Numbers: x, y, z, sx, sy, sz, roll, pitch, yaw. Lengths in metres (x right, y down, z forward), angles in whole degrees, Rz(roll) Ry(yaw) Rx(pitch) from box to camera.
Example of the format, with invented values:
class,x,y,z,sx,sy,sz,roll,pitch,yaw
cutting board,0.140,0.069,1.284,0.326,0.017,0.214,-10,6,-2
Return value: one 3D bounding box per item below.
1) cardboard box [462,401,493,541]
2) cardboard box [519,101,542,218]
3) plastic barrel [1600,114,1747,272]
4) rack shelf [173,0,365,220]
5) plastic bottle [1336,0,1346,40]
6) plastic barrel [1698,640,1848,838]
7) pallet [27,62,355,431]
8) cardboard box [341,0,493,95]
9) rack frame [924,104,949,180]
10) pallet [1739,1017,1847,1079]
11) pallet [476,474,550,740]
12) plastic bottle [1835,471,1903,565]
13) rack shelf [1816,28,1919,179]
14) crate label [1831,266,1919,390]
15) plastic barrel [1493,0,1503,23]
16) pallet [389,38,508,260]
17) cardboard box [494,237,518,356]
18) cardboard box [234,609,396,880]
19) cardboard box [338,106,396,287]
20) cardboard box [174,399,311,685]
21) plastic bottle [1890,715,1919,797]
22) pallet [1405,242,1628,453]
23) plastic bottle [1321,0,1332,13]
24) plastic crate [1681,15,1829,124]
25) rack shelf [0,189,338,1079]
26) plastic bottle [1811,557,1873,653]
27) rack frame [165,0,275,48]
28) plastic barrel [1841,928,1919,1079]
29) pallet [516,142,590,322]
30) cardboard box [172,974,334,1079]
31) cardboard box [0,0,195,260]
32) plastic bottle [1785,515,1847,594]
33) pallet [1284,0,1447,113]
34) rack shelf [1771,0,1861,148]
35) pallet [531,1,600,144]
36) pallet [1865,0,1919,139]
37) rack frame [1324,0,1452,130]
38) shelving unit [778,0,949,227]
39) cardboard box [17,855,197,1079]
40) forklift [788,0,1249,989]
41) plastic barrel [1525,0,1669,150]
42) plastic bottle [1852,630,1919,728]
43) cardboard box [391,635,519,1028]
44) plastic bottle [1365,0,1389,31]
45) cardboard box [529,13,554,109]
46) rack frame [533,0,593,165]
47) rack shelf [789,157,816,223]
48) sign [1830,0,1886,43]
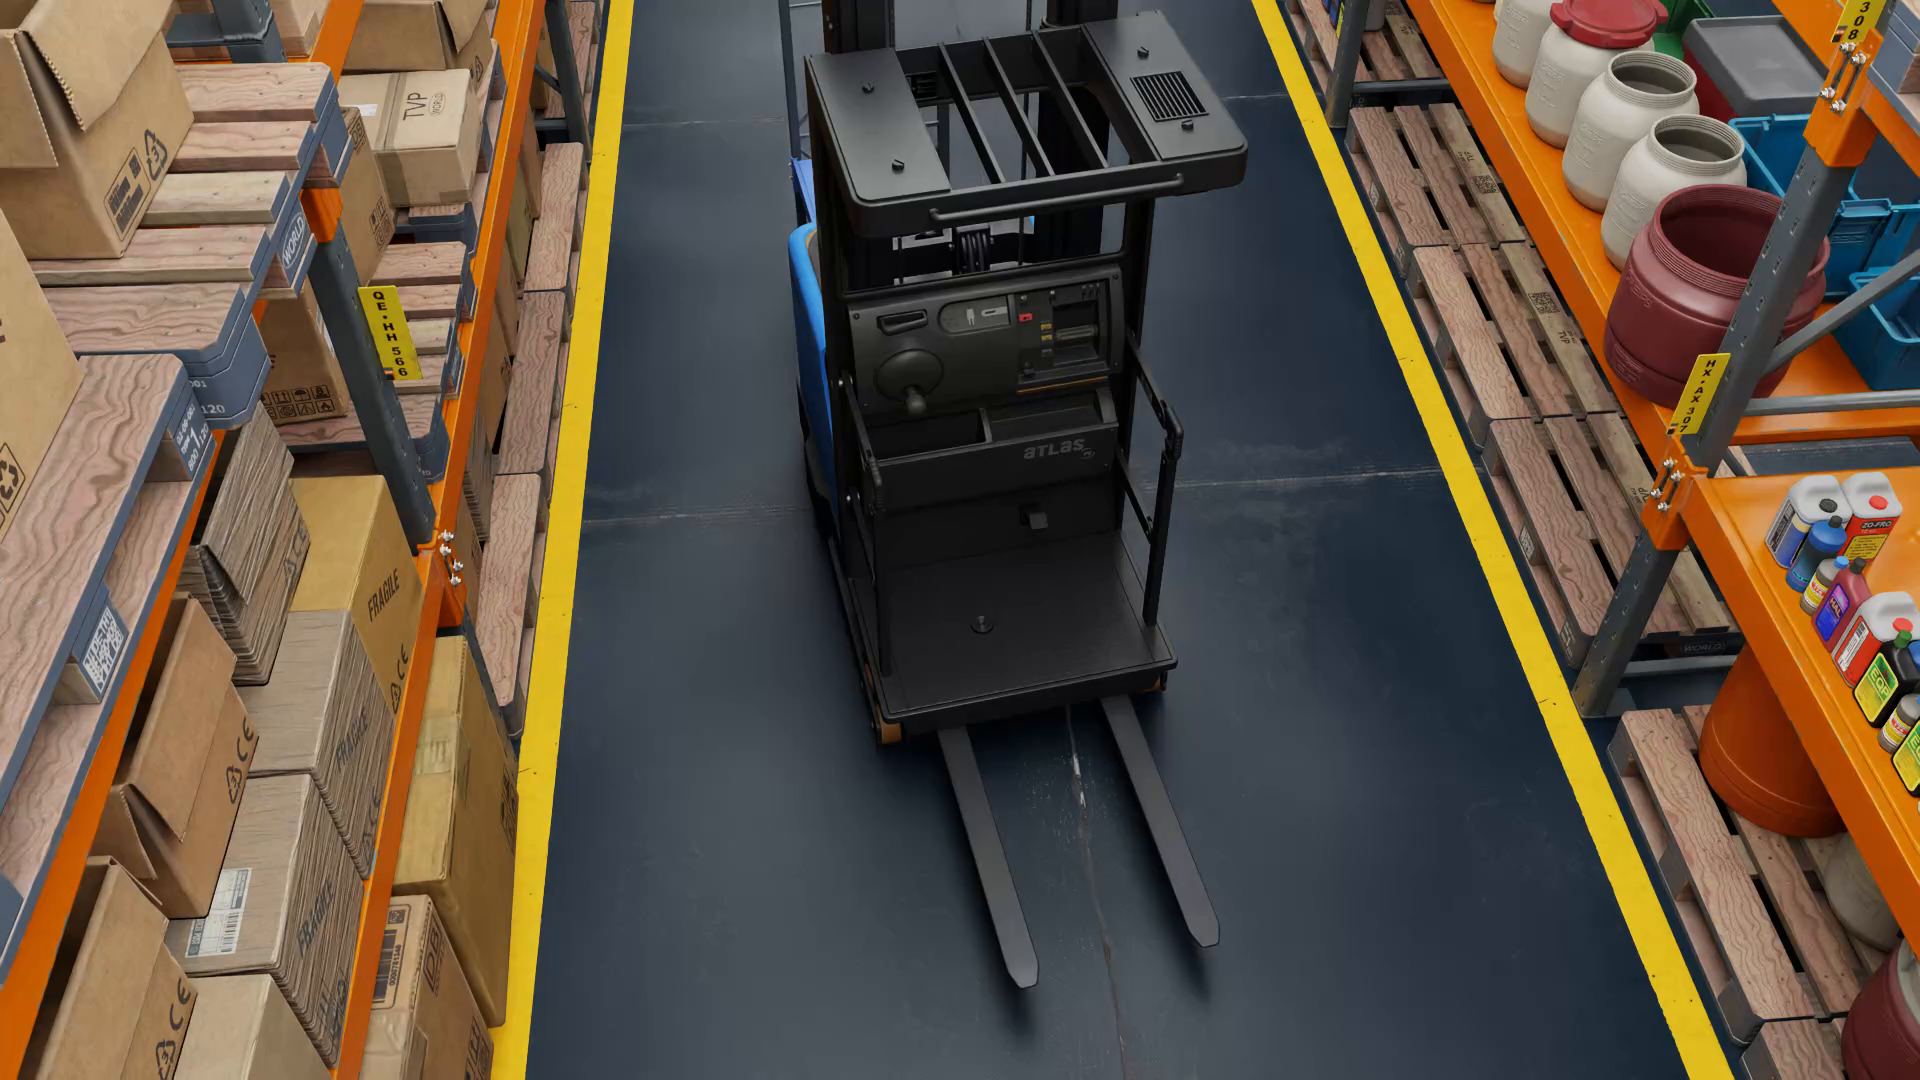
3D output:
class,x,y,z,sx,sy,sz,roll,pitch,yaw
cardboard box,-2.246,-0.305,6.528,0.700,0.500,0.500,-7,47,-7
cardboard box,-2.416,-1.869,8.009,0.700,0.500,0.500,-7,47,-6
plastic barrel,2.526,-1.200,5.880,0.421,0.512,0.421,0,47,0
rack shelf,-2.278,-2.360,5.485,1.077,0.370,4.000,-3,47,-3
plastic bottle,2.121,-2.869,9.106,0.061,0.283,0.133,-1,47,-1
plastic barrel,2.883,0.525,5.529,0.600,0.830,0.708,-3,47,-3
pallet,-2.004,-0.633,3.484,1.213,0.211,1.003,-2,47,-1
cardboard box,-2.209,-1.954,6.311,0.797,0.503,0.637,1,47,1
rack frame,-0.289,-1.156,6.948,0.500,1.500,0.032,-10,47,-9
pallet,3.031,1.977,4.868,1.003,0.211,1.213,-3,47,-3
pallet,-2.175,0.264,6.491,1.003,0.211,1.213,-3,47,-3
plastic bottle,2.690,-0.064,4.966,0.152,0.276,0.135,-3,47,-3
rack shelf,2.992,0.233,3.029,1.077,0.370,4.000,-3,47,-3
crate label,3.163,-0.700,5.599,0.303,0.233,0.416,-3,47,-3
plastic barrel,2.448,-2.310,7.103,0.301,0.262,0.301,0,47,0
pallet,-2.317,-1.493,6.366,1.003,0.211,1.213,-3,47,-3
cardboard box,-2.347,-1.118,7.298,0.700,0.500,0.500,-7,47,-7
cardboard box,-1.787,0.540,4.241,0.500,0.500,0.500,-4,47,-4
cardboard box,-2.342,-1.094,5.498,0.700,0.500,0.500,3,47,3
cardboard box,-2.066,0.022,4.040,0.797,0.503,0.637,-2,47,-2
plastic bottle,2.563,0.544,4.385,0.061,0.283,0.133,-3,47,-3
pallet,2.699,-0.915,7.607,1.003,0.211,1.213,-3,47,-3
plastic bottle,2.133,-3.152,9.327,0.144,0.351,0.185,-6,47,-5
plastic crate,2.994,-1.640,6.329,0.402,0.464,0.583,-3,47,-3
rack shelf,-1.944,0.534,2.744,1.077,0.370,4.000,-3,47,-3
plastic bottle,2.521,0.183,4.727,0.061,0.283,0.133,-3,47,-3
rack frame,-2.111,-2.192,2.765,1.000,3.000,0.127,-3,47,-3
plastic barrel,2.977,1.425,4.843,0.600,0.588,0.708,-3,47,-3
pallet,-2.379,-1.501,8.163,1.003,0.211,1.213,-3,47,-3
cardboard box,-1.698,1.283,3.536,0.500,0.500,0.500,-3,47,-3
cardboard box,-1.988,-0.903,3.250,0.797,0.503,0.637,-1,47,-1
plastic bottle,2.521,0.033,4.878,0.097,0.271,0.097,0,47,0
pallet,2.475,-2.854,9.444,1.003,0.211,1.213,-3,47,-3
rack shelf,2.657,-2.661,5.770,1.077,0.370,4.000,-3,47,-3
pallet,-2.537,-2.548,9.154,1.003,0.211,1.213,-3,47,-3
pallet,2.791,-0.837,3.678,1.003,0.211,1.213,-3,47,-3
rack frame,2.490,-3.324,7.969,1.000,3.000,0.127,-3,47,-3
shelving unit,-0.410,-1.514,7.288,0.538,1.500,1.048,-10,47,-9
cardboard box,-1.951,0.978,3.134,0.797,0.503,0.637,-2,47,-2
forklift,0.150,-0.565,5.403,1.130,2.935,3.031,-10,47,-9
plastic barrel,2.449,-1.821,6.452,0.433,0.535,0.433,0,47,0
plastic bottle,2.543,0.377,4.544,0.061,0.283,0.133,-3,47,-3
cardboard box,-2.074,0.958,5.088,1.225,0.875,0.875,-5,47,-5
plastic bottle,2.292,-3.022,9.204,0.144,0.351,0.185,-3,47,-3
cardboard box,-2.439,-2.600,8.715,0.500,0.500,0.500,-5,47,-5
rack frame,-2.446,-3.023,7.684,1.000,3.000,0.127,-3,47,-3
rack shelf,-0.410,-1.391,7.418,0.538,0.185,1.000,-10,47,-9
sign,2.277,-1.387,4.140,0.100,0.325,0.005,-3,47,-3
